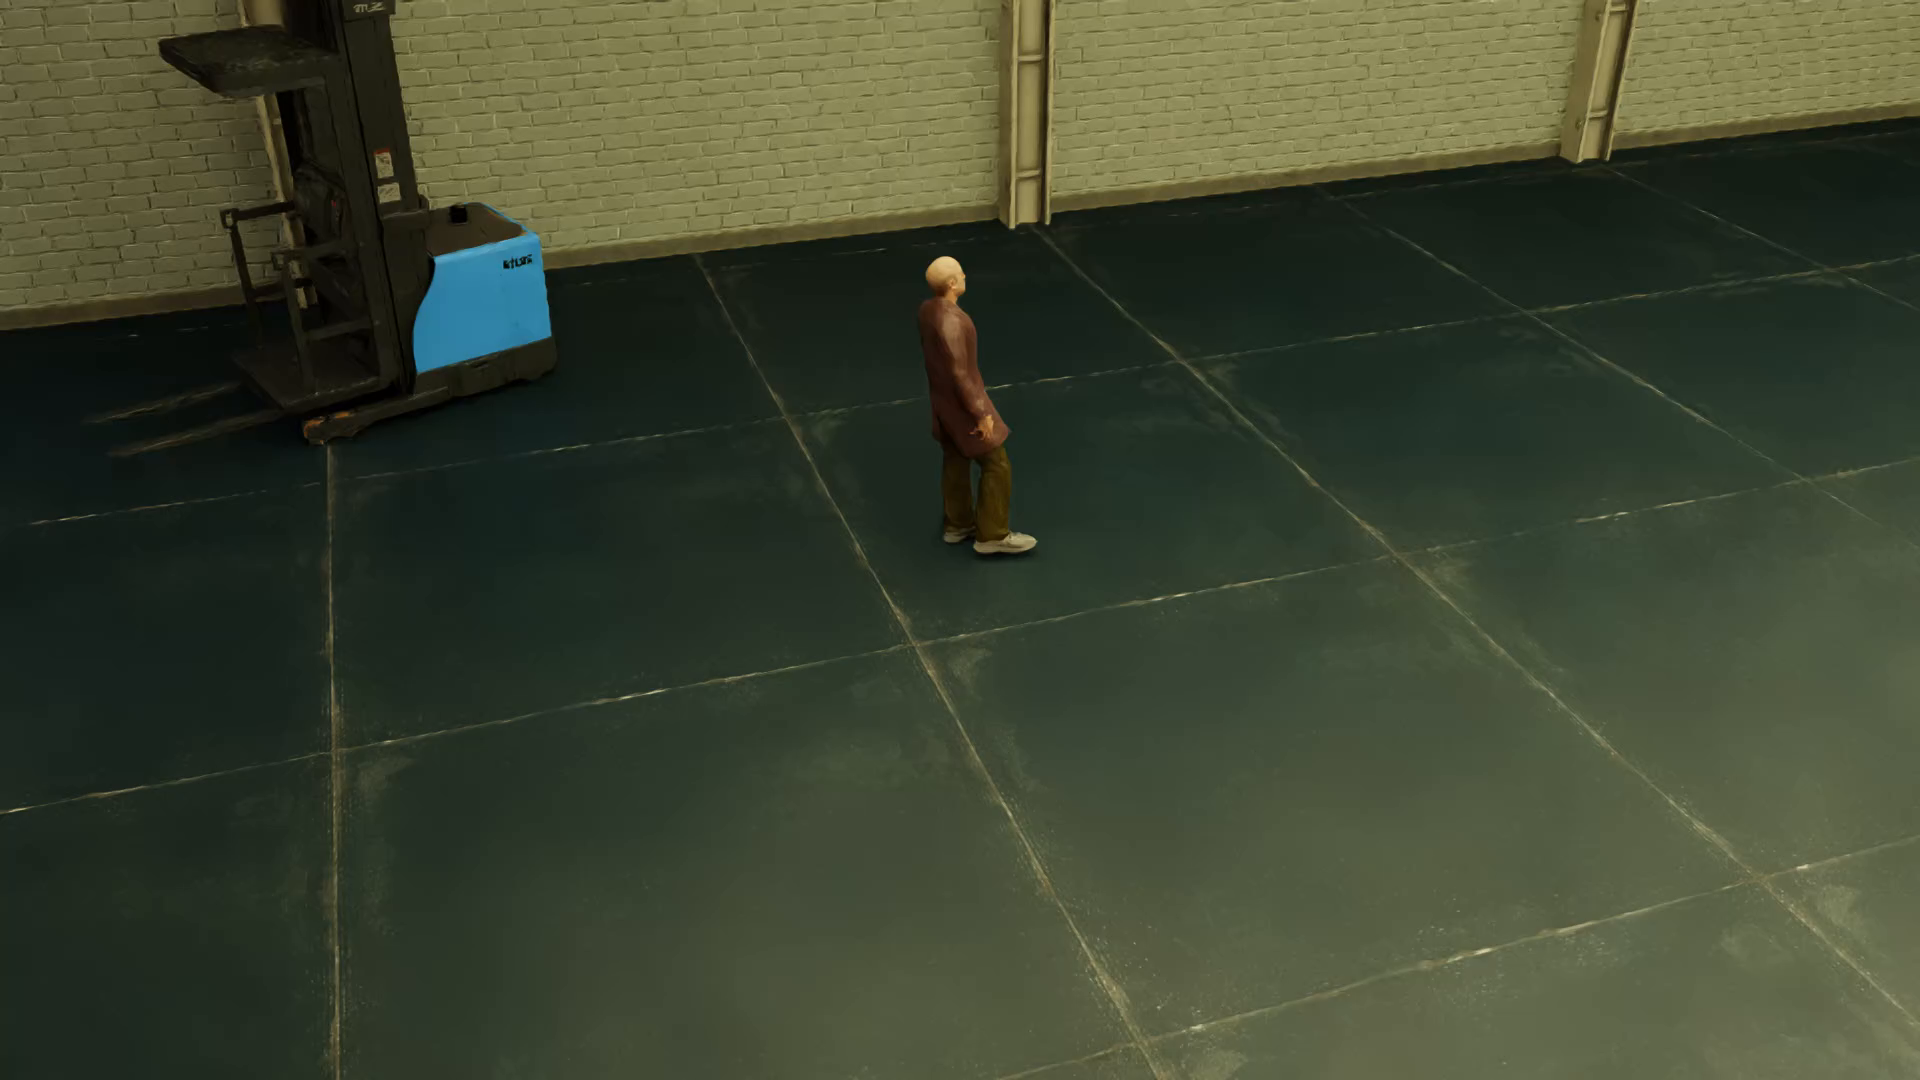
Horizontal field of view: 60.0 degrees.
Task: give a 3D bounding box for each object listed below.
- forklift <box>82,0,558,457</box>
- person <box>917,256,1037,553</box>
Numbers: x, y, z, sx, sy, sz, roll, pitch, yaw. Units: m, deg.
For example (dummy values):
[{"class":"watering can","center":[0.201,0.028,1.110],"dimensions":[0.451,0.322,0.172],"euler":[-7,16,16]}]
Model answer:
[{"class":"forklift","center":[-4.390,-2.203,10.915],"dimensions":[3.031,2.935,1.130],"euler":[-22,36,-33]},{"class":"person","center":[0.086,-0.790,9.599],"dimensions":[0.586,1.775,0.694],"euler":[-10,31,-16]}]
